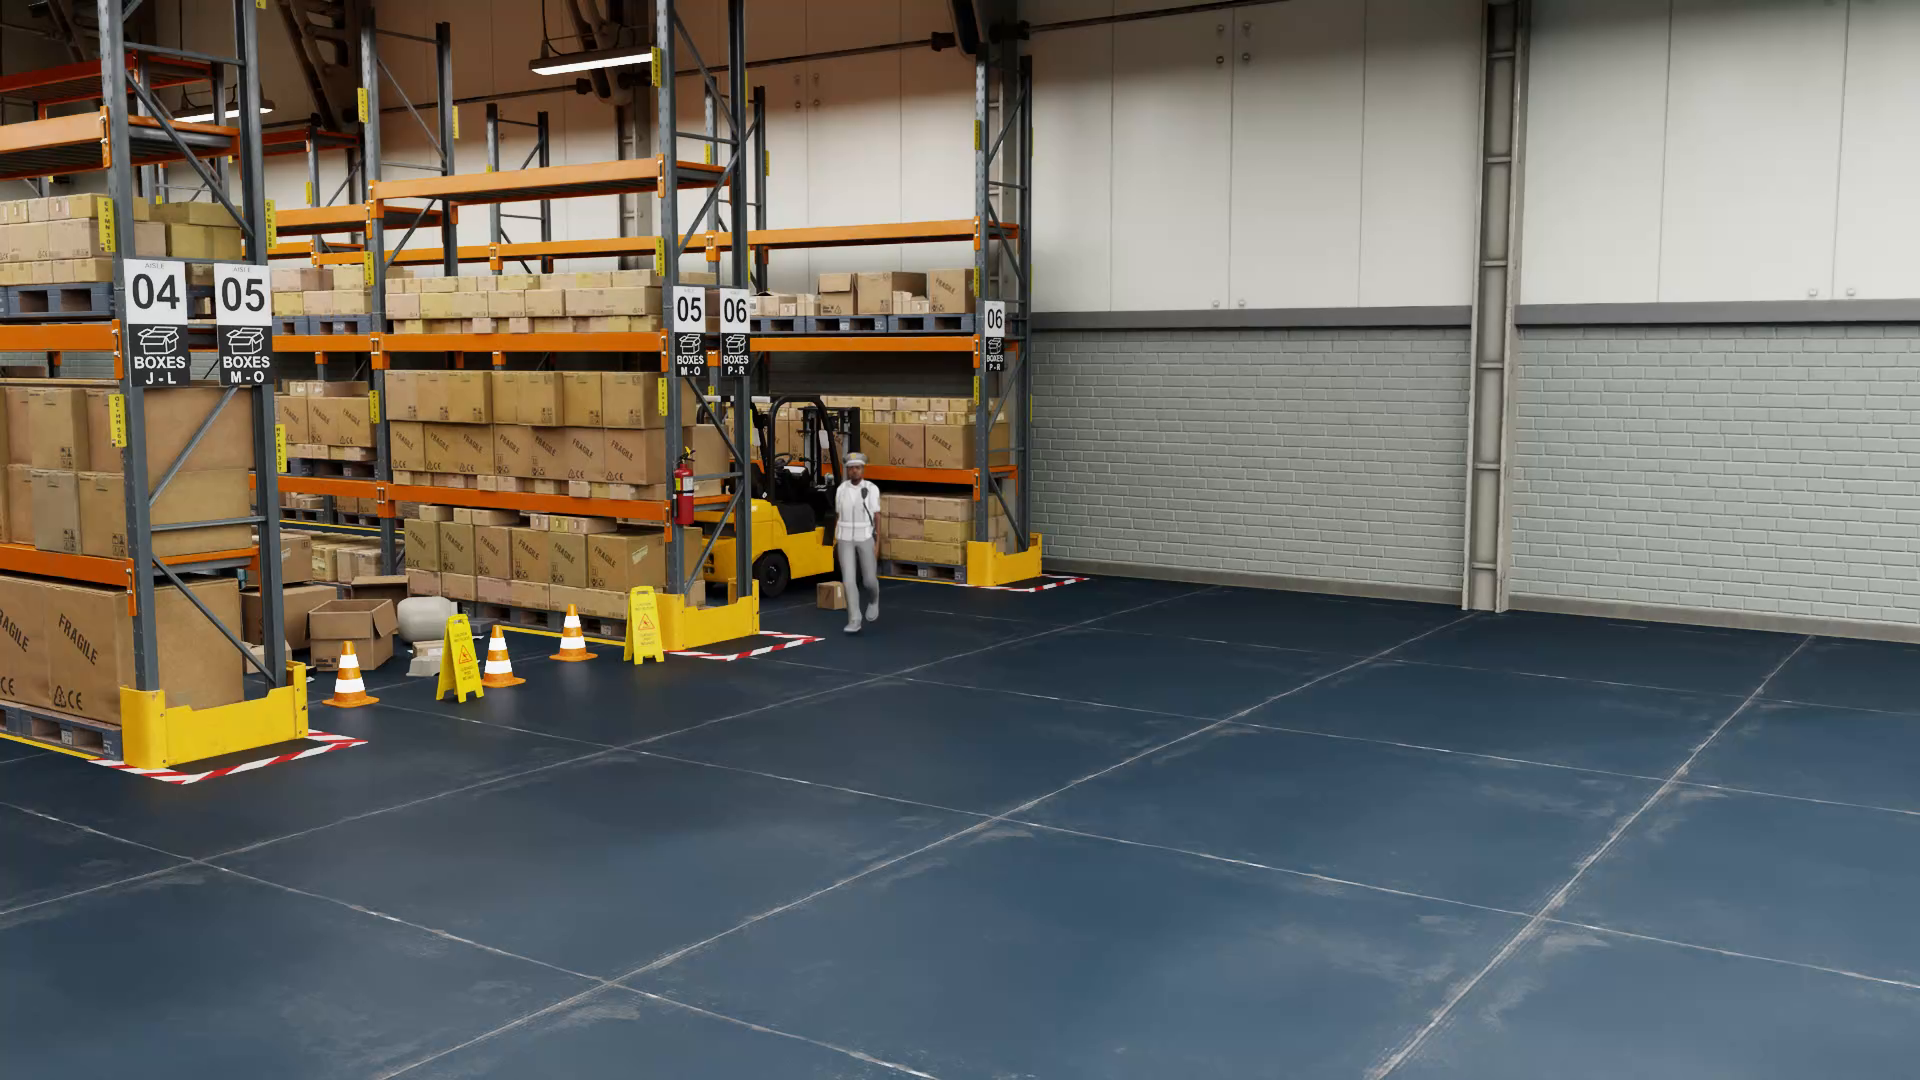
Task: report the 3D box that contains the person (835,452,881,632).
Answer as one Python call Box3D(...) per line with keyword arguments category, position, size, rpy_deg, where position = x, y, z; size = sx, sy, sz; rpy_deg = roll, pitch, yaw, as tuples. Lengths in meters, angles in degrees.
Box3D(category="person", position=(-0.954, 0.003, 15.670), size=(0.445, 1.671, 0.605), rpy_deg=(1, 6, 8))
